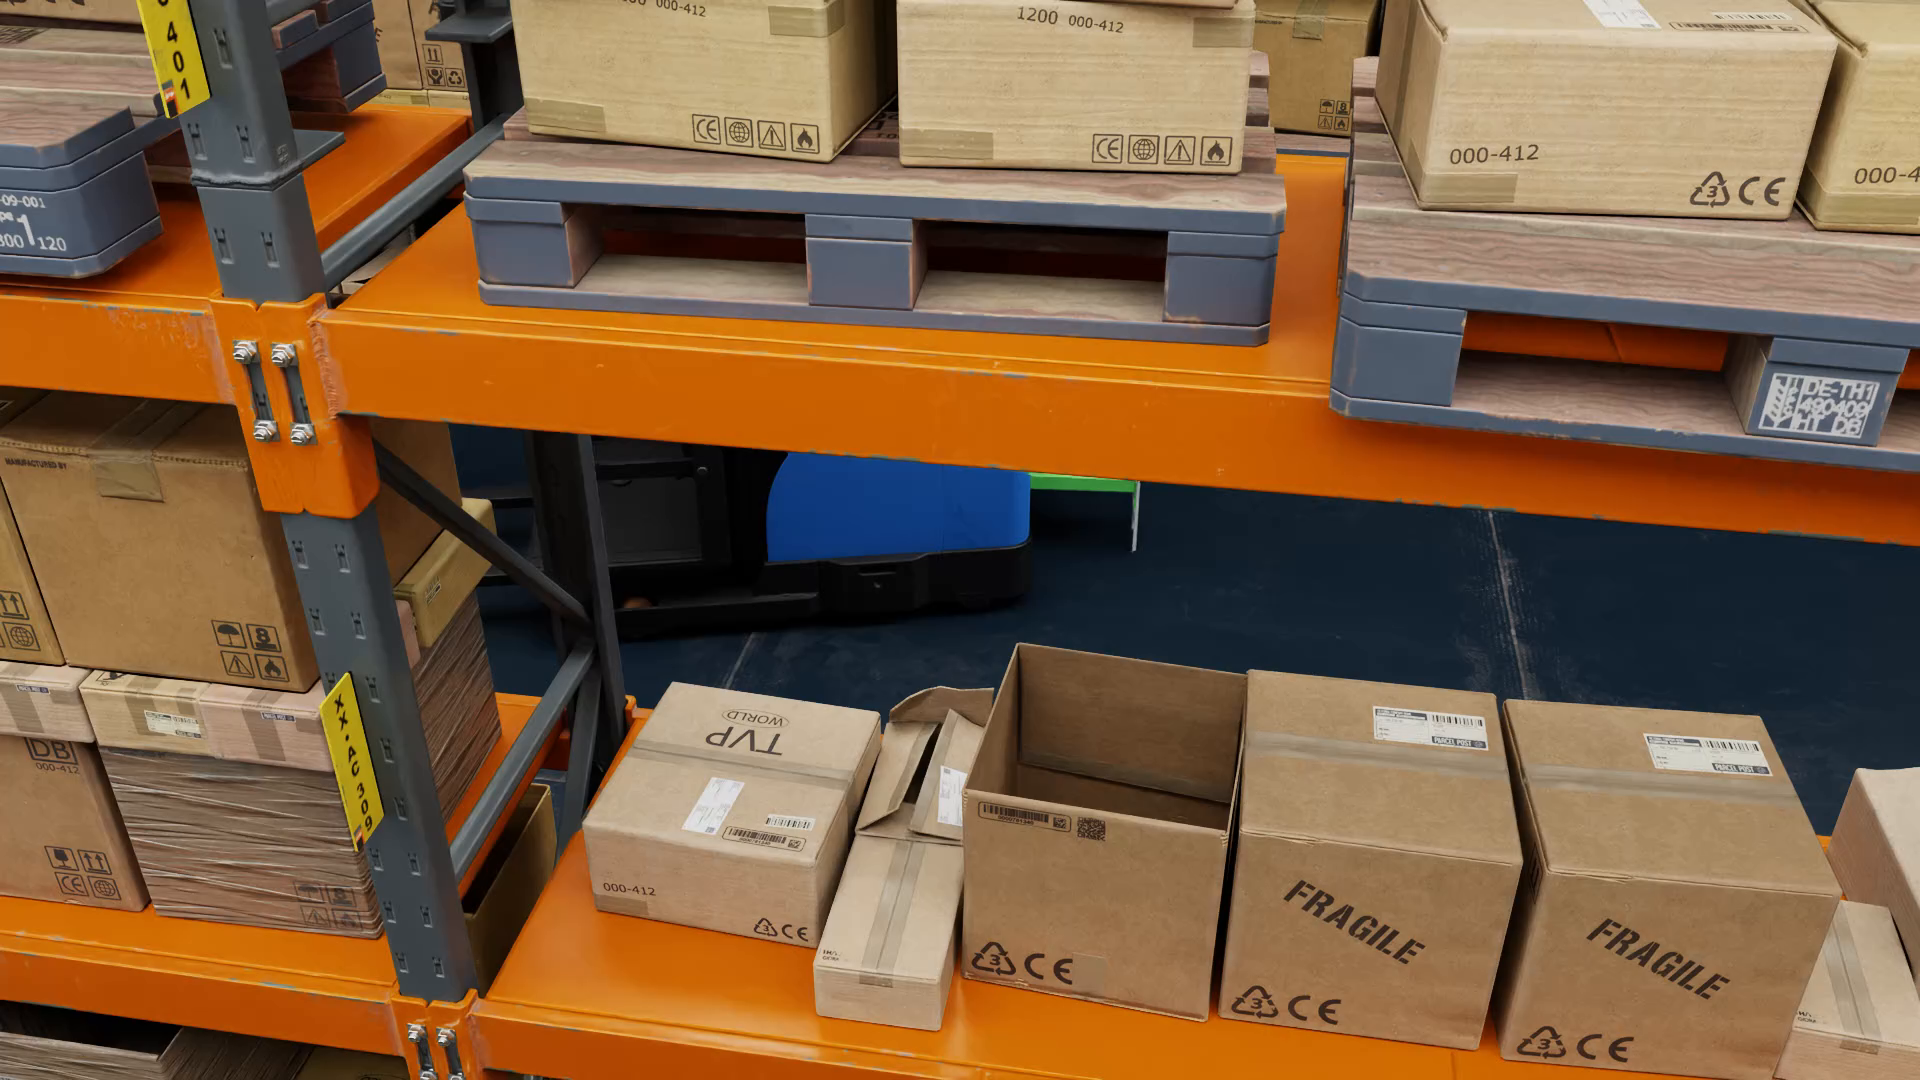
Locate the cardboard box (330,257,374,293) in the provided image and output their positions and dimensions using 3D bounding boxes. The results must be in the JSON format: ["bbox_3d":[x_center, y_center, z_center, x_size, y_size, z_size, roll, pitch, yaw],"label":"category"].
[{"bbox_3d":[-3.416,-1.385,8.755,0.500,0.311,0.500,2,32,3],"label":"cardboard box"}]

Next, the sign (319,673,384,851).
[{"bbox_3d":[-1.062,0.391,2.907,0.005,0.325,0.100,5,32,8],"label":"sign"}]

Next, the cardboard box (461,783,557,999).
[{"bbox_3d":[-1.374,0.966,4.369,0.500,0.500,0.500,5,32,8],"label":"cardboard box"}]

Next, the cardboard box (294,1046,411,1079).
[{"bbox_3d":[-1.464,1.562,4.124,0.500,0.250,0.500,5,32,8],"label":"cardboard box"}]

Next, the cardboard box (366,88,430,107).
[{"bbox_3d":[-2.640,-2.095,7.892,0.500,0.250,0.500,5,32,7],"label":"cardboard box"}]

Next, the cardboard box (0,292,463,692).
[{"bbox_3d":[-1.408,-0.127,3.309,0.500,0.500,0.700,5,32,8],"label":"cardboard box"}]

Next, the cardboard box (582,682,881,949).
[{"bbox_3d":[-0.477,0.586,3.628,0.500,0.250,0.500,7,33,11],"label":"cardboard box"}]

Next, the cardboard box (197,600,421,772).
[{"bbox_3d":[-1.274,0.272,3.283,0.250,0.149,0.380,5,32,8],"label":"cardboard box"}]

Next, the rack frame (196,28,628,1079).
[{"bbox_3d":[-0.970,0.501,3.622,0.127,3.000,1.000,5,32,8],"label":"rack frame"}]

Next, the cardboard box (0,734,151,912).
[{"bbox_3d":[-1.929,0.379,3.723,0.500,0.500,0.700,5,32,8],"label":"cardboard box"}]

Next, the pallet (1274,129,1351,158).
[{"bbox_3d":[1.845,-1.807,7.490,1.213,0.211,1.003,5,32,8],"label":"pallet"}]

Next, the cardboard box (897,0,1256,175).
[{"bbox_3d":[0.178,-0.777,2.583,0.500,0.250,0.500,2,32,3],"label":"cardboard box"}]

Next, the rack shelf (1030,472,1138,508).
[{"bbox_3d":[0.514,-0.273,7.128,0.480,0.148,0.258,2,32,3],"label":"rack shelf"}]

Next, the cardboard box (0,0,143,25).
[{"bbox_3d":[-1.422,-1.233,2.943,0.500,0.500,0.500,8,33,12],"label":"cardboard box"}]

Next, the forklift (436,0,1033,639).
[{"bbox_3d":[-1.263,-1.133,6.298,3.031,2.935,1.130,-4,32,-6],"label":"forklift"}]

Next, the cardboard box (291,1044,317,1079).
[{"bbox_3d":[-1.955,1.512,4.203,0.500,0.250,0.500,5,32,8],"label":"cardboard box"}]

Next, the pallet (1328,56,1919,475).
[{"bbox_3d":[1.186,-0.445,2.485,1.213,0.211,1.003,7,33,10],"label":"pallet"}]

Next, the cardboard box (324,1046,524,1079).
[{"bbox_3d":[-1.376,1.289,4.560,0.500,0.250,0.500,5,32,8],"label":"cardboard box"}]

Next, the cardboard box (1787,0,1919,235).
[{"bbox_3d":[1.435,-0.633,2.353,0.500,0.250,0.500,5,32,7],"label":"cardboard box"}]

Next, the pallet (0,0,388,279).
[{"bbox_3d":[-1.815,-0.795,2.950,1.213,0.211,1.003,5,32,8],"label":"pallet"}]

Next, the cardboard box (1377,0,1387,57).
[{"bbox_3d":[2.106,-2.098,7.266,0.500,0.500,0.700,5,32,8],"label":"cardboard box"}]

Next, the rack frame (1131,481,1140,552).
[{"bbox_3d":[0.758,-0.521,6.952,0.015,1.200,0.240,2,32,3],"label":"rack frame"}]

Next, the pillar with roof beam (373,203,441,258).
[{"bbox_3d":[-3.972,-3.128,3.766,0.400,9.000,9.100,5,32,8],"label":"pillar with roof beam"}]

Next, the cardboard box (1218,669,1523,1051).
[{"bbox_3d":[0.797,0.628,3.326,0.500,0.500,0.500,5,32,8],"label":"cardboard box"}]

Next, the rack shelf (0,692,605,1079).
[{"bbox_3d":[-2.941,0.628,4.098,4.000,0.370,1.077,5,32,8],"label":"rack shelf"}]

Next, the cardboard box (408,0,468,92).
[{"bbox_3d":[-2.159,-2.371,7.627,0.500,0.500,0.500,6,33,10],"label":"cardboard box"}]

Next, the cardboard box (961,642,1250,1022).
[{"bbox_3d":[0.304,0.583,3.397,0.500,0.500,0.500,7,33,12],"label":"cardboard box"}]

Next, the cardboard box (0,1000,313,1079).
[{"bbox_3d":[-1.955,1.193,4.006,0.500,0.500,0.500,5,32,8],"label":"cardboard box"}]

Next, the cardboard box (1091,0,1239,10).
[{"bbox_3d":[0.197,-1.088,2.373,0.500,0.500,0.500,8,33,13],"label":"cardboard box"}]

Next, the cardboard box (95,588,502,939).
[{"bbox_3d":[-1.408,0.422,3.654,0.500,0.500,0.700,4,32,7],"label":"cardboard box"}]

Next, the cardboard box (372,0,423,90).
[{"bbox_3d":[-2.669,-2.411,7.691,0.500,0.500,0.500,4,32,7],"label":"cardboard box"}]

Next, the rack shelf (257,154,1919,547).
[{"bbox_3d":[1.002,-0.287,2.732,4.000,0.370,1.077,5,32,8],"label":"rack shelf"}]

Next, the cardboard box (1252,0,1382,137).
[{"bbox_3d":[1.560,-2.159,7.364,0.500,0.500,0.700,10,33,15],"label":"cardboard box"}]

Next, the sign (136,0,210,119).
[{"bbox_3d":[-1.062,-0.733,2.204,0.005,0.325,0.100,5,32,8],"label":"sign"}]

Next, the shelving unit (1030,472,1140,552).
[{"bbox_3d":[0.514,-0.530,6.966,0.503,1.200,0.258,2,32,3],"label":"shelving unit"}]

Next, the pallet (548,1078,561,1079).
[{"bbox_3d":[-1.747,1.590,4.510,1.213,0.211,1.003,5,32,8],"label":"pallet"}]

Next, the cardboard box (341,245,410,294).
[{"bbox_3d":[-2.854,-1.334,8.674,0.500,0.311,0.500,8,33,12],"label":"cardboard box"}]

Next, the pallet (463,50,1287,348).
[{"bbox_3d":[-0.098,-0.617,2.762,1.217,0.209,0.805,4,32,6],"label":"pallet"}]

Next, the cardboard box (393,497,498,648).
[{"bbox_3d":[-1.202,0.059,3.624,0.250,0.149,0.380,5,32,8],"label":"cardboard box"}]

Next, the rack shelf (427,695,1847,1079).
[{"bbox_3d":[1.002,0.985,3.528,4.000,0.370,1.077,5,32,8],"label":"rack shelf"}]

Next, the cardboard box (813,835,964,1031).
[{"bbox_3d":[-0.131,0.794,3.392,0.250,0.149,0.380,5,32,8],"label":"cardboard box"}]

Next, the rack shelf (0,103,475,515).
[{"bbox_3d":[-2.941,-0.644,3.302,4.000,0.370,1.077,5,32,8],"label":"rack shelf"}]

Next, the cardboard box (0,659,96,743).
[{"bbox_3d":[-1.776,0.226,3.355,0.250,0.149,0.380,4,32,7],"label":"cardboard box"}]

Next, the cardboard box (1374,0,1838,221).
[{"bbox_3d":[0.905,-0.682,2.431,0.500,0.250,0.500,3,32,4],"label":"cardboard box"}]

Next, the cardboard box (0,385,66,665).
[{"bbox_3d":[-1.907,-0.172,3.380,0.500,0.500,0.700,5,32,8],"label":"cardboard box"}]

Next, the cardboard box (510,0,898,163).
[{"bbox_3d":[-0.364,-0.825,2.659,0.500,0.250,0.500,8,33,13],"label":"cardboard box"}]

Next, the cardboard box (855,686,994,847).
[{"bbox_3d":[-0.072,0.541,3.686,0.258,0.266,0.396,4,32,7],"label":"cardboard box"}]

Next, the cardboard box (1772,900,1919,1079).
[{"bbox_3d":[1.707,0.880,3.253,0.250,0.149,0.380,8,33,12],"label":"cardboard box"}]

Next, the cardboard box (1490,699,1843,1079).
[{"bbox_3d":[1.316,0.675,3.251,0.500,0.500,0.500,3,32,6],"label":"cardboard box"}]

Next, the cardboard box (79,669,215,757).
[{"bbox_3d":[-1.517,0.249,3.320,0.250,0.149,0.380,5,32,7],"label":"cardboard box"}]

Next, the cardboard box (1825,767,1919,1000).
[{"bbox_3d":[2.124,0.715,3.365,0.500,0.311,0.500,5,32,8],"label":"cardboard box"}]

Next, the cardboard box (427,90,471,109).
[{"bbox_3d":[-2.142,-2.049,7.818,0.500,0.250,0.500,5,32,9],"label":"cardboard box"}]

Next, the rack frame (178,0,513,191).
[{"bbox_3d":[-0.970,-2.042,2.030,0.127,3.000,1.000,5,32,8],"label":"rack frame"}]
